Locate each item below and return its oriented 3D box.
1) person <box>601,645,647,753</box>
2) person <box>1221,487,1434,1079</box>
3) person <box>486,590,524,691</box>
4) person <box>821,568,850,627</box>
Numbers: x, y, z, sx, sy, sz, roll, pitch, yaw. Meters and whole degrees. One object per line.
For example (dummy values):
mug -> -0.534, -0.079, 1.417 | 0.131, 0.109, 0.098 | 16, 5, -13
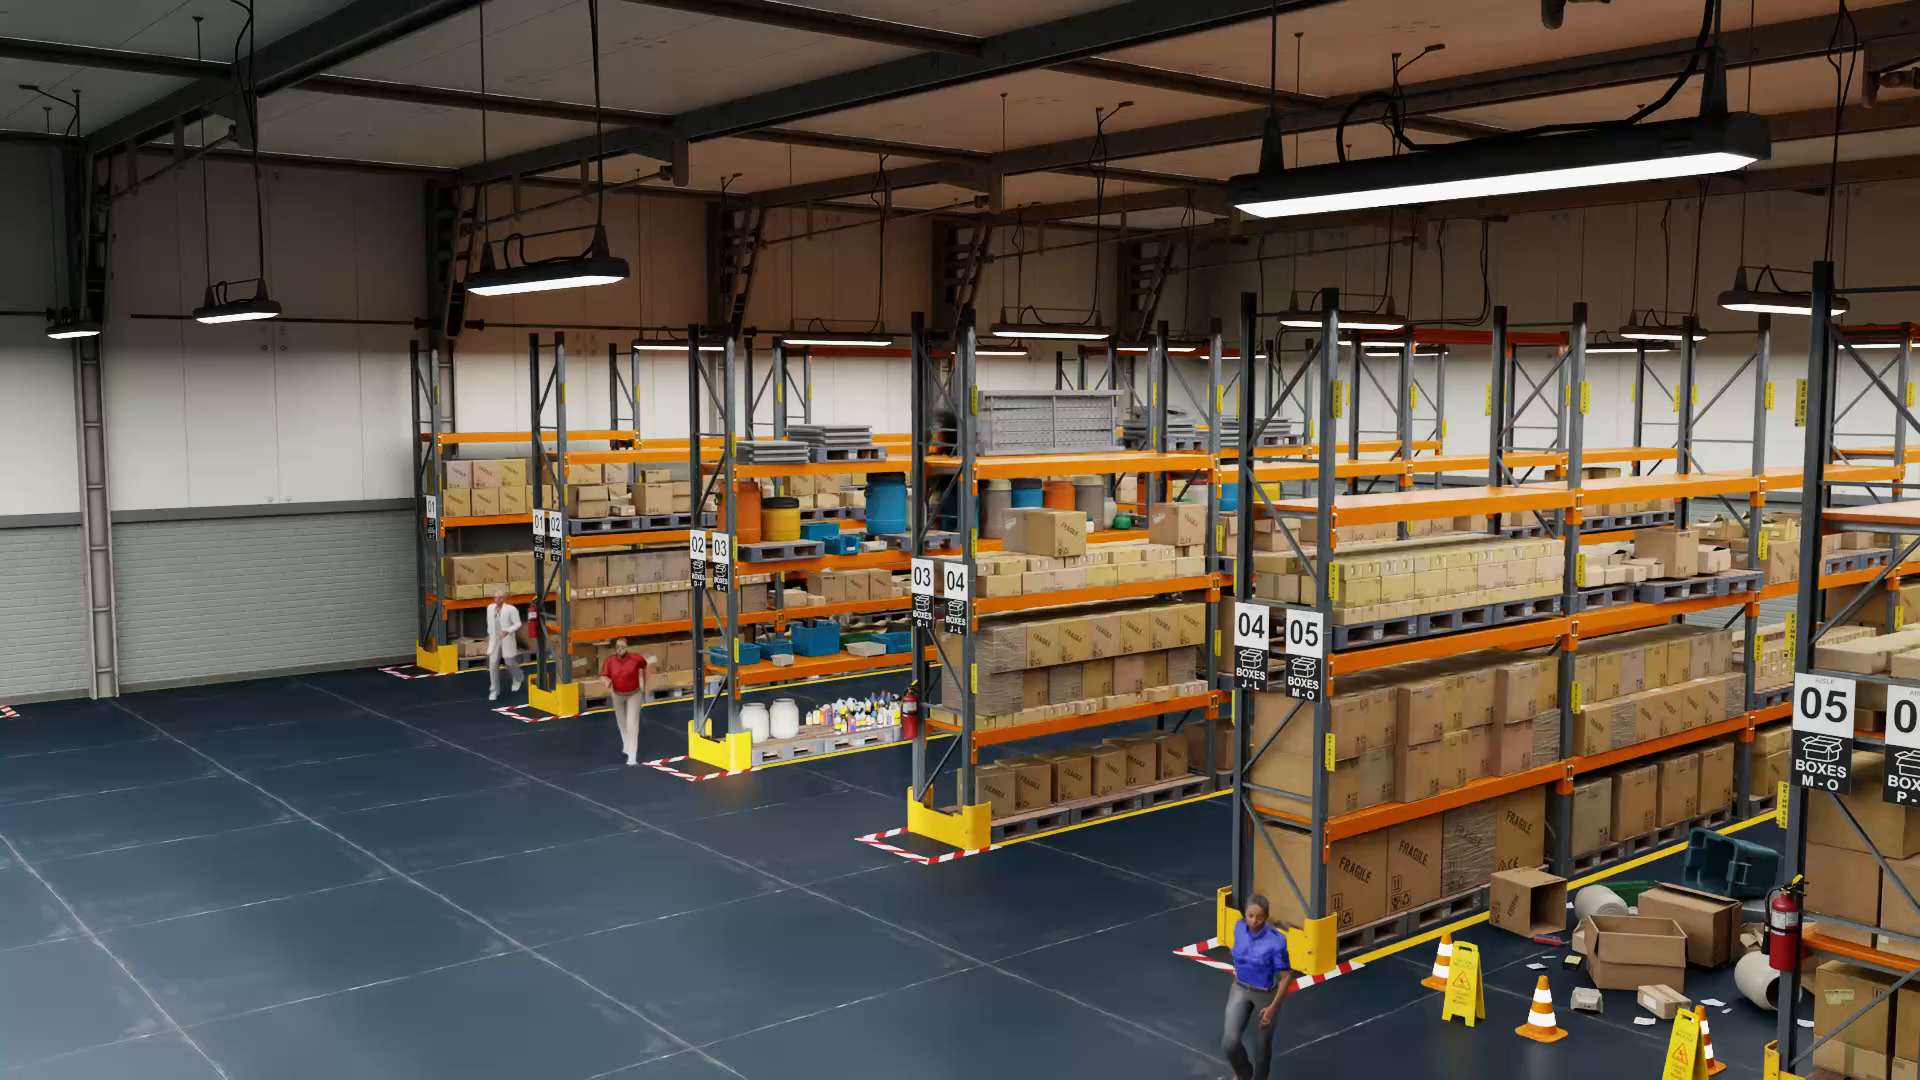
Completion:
person -> -4.616, 2.150, 22.995 | 0.593, 1.498, 0.711 | 0, 5, 0
person -> 5.657, 1.528, 22.054 | 3.458, 3.177, 22.395 | 3, 6, 26
person -> -7.608, 1.657, 27.746 | 0.678, 1.675, 0.883 | 1, 5, 8
person -> -2.395, 1.334, 32.648 | 0.637, 1.615, 0.898 | 3, 6, 33
